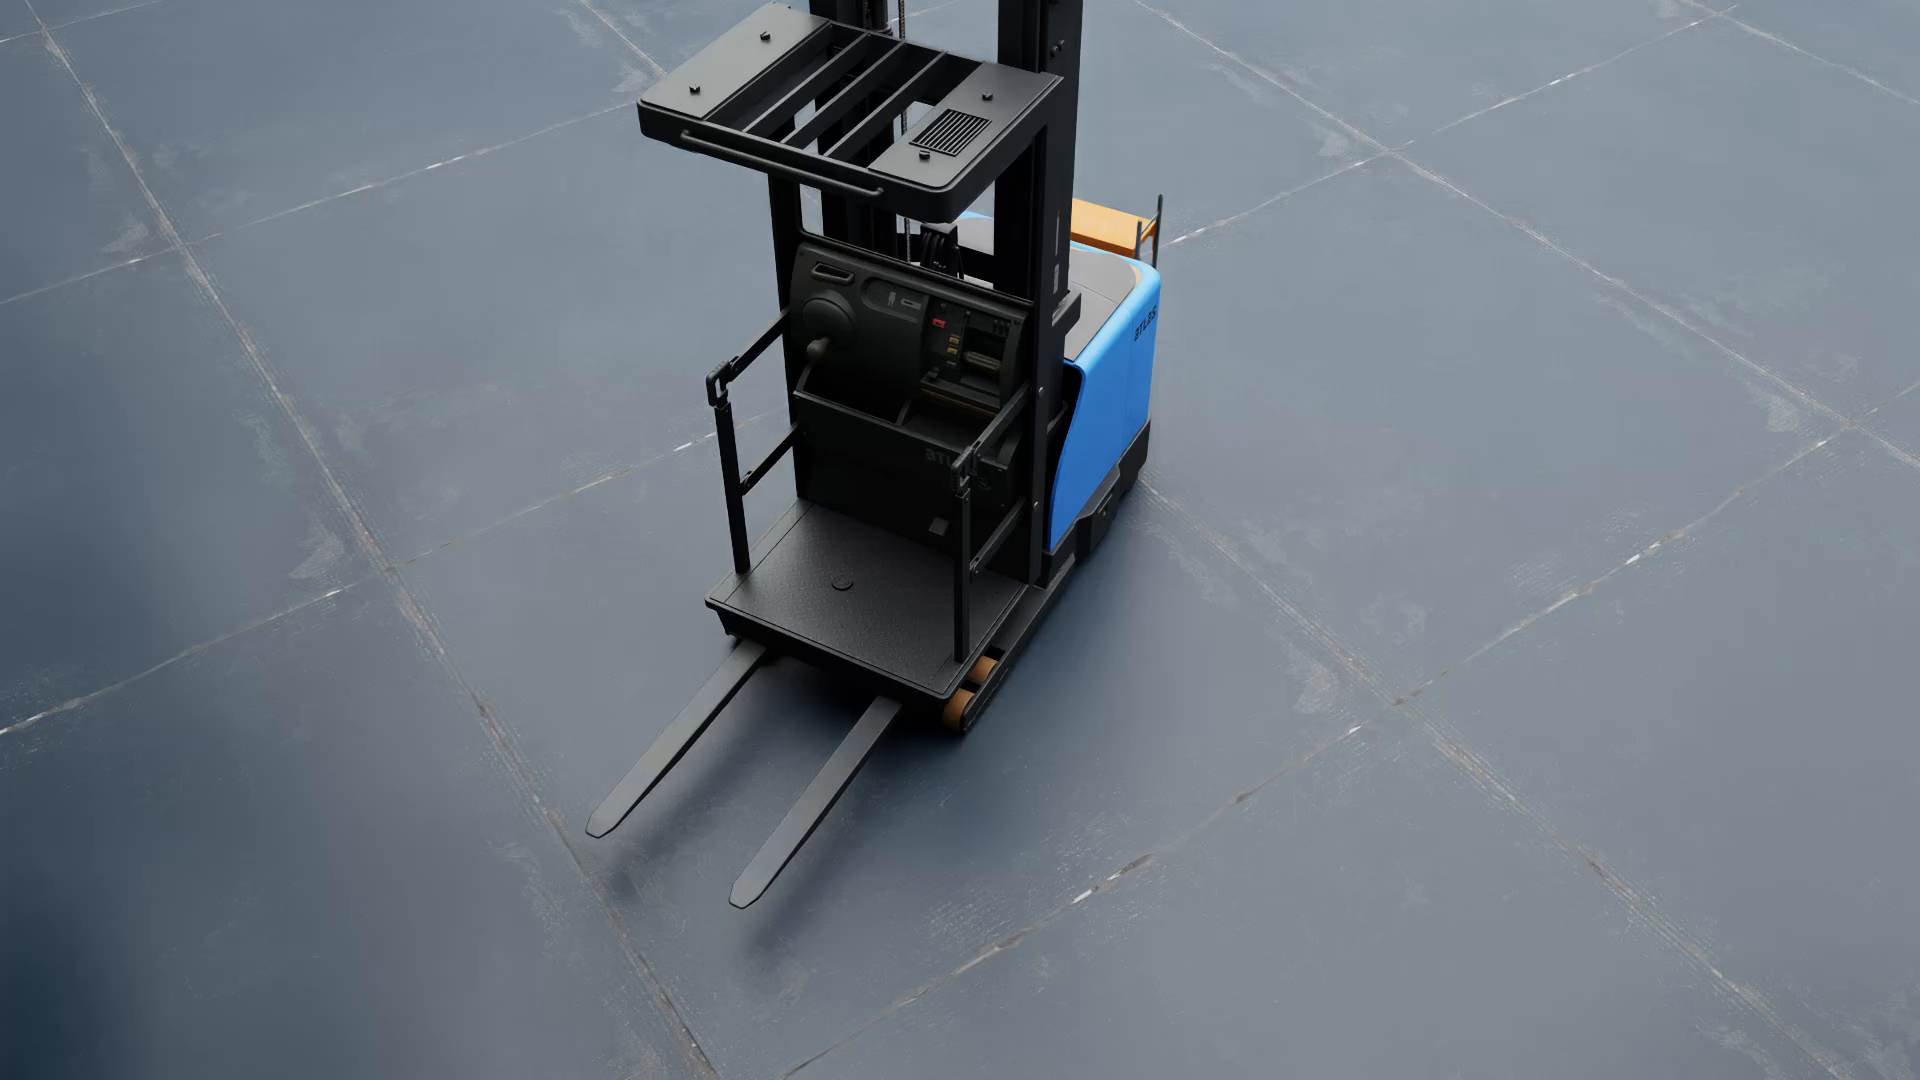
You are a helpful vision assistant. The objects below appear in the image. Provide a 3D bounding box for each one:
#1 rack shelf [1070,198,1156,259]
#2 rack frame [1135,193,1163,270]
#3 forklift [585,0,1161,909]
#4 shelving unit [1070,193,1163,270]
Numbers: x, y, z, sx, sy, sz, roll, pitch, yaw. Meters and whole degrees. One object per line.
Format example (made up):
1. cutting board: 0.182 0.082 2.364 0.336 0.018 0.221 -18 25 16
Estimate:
1. rack shelf: 0.583 -1.323 7.189 0.480 0.148 0.258 20 47 20
2. rack frame: 0.798 -0.959 7.377 0.015 1.200 0.240 20 47 20
3. forklift: -0.301 -0.680 5.831 1.130 2.935 3.031 21 47 20
4. shelving unit: 0.583 -1.039 7.460 0.503 1.200 0.258 20 47 20
